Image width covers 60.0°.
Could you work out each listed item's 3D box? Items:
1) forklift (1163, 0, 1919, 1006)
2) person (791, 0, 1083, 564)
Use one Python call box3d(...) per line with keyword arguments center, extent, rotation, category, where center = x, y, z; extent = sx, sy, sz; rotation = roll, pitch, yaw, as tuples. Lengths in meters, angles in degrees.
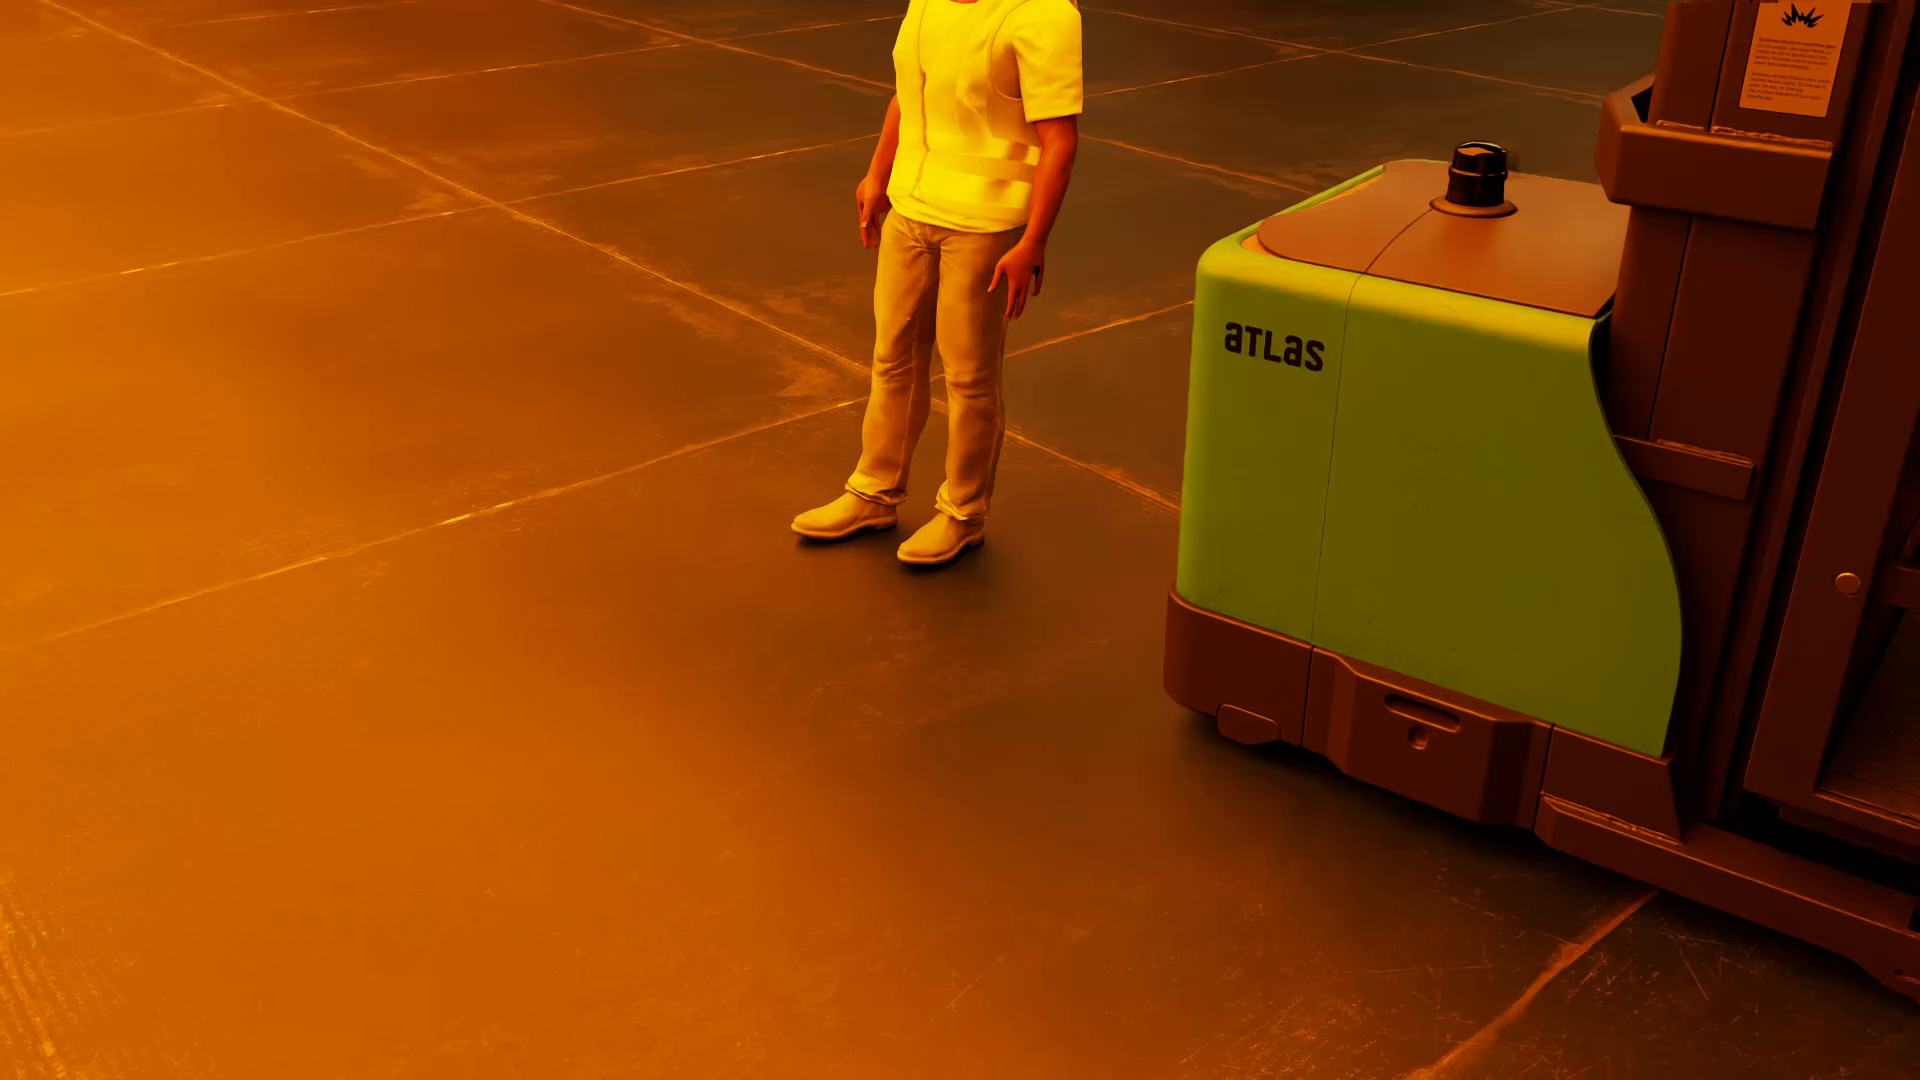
box3d(center=(1.935, -0.700, 2.614), extent=(3.031, 2.935, 1.130), rotation=(18, 32, 32), category="forklift")
box3d(center=(-0.057, -0.780, 4.070), extent=(0.576, 1.766, 0.665), rotation=(-20, 33, -35), category="person")
